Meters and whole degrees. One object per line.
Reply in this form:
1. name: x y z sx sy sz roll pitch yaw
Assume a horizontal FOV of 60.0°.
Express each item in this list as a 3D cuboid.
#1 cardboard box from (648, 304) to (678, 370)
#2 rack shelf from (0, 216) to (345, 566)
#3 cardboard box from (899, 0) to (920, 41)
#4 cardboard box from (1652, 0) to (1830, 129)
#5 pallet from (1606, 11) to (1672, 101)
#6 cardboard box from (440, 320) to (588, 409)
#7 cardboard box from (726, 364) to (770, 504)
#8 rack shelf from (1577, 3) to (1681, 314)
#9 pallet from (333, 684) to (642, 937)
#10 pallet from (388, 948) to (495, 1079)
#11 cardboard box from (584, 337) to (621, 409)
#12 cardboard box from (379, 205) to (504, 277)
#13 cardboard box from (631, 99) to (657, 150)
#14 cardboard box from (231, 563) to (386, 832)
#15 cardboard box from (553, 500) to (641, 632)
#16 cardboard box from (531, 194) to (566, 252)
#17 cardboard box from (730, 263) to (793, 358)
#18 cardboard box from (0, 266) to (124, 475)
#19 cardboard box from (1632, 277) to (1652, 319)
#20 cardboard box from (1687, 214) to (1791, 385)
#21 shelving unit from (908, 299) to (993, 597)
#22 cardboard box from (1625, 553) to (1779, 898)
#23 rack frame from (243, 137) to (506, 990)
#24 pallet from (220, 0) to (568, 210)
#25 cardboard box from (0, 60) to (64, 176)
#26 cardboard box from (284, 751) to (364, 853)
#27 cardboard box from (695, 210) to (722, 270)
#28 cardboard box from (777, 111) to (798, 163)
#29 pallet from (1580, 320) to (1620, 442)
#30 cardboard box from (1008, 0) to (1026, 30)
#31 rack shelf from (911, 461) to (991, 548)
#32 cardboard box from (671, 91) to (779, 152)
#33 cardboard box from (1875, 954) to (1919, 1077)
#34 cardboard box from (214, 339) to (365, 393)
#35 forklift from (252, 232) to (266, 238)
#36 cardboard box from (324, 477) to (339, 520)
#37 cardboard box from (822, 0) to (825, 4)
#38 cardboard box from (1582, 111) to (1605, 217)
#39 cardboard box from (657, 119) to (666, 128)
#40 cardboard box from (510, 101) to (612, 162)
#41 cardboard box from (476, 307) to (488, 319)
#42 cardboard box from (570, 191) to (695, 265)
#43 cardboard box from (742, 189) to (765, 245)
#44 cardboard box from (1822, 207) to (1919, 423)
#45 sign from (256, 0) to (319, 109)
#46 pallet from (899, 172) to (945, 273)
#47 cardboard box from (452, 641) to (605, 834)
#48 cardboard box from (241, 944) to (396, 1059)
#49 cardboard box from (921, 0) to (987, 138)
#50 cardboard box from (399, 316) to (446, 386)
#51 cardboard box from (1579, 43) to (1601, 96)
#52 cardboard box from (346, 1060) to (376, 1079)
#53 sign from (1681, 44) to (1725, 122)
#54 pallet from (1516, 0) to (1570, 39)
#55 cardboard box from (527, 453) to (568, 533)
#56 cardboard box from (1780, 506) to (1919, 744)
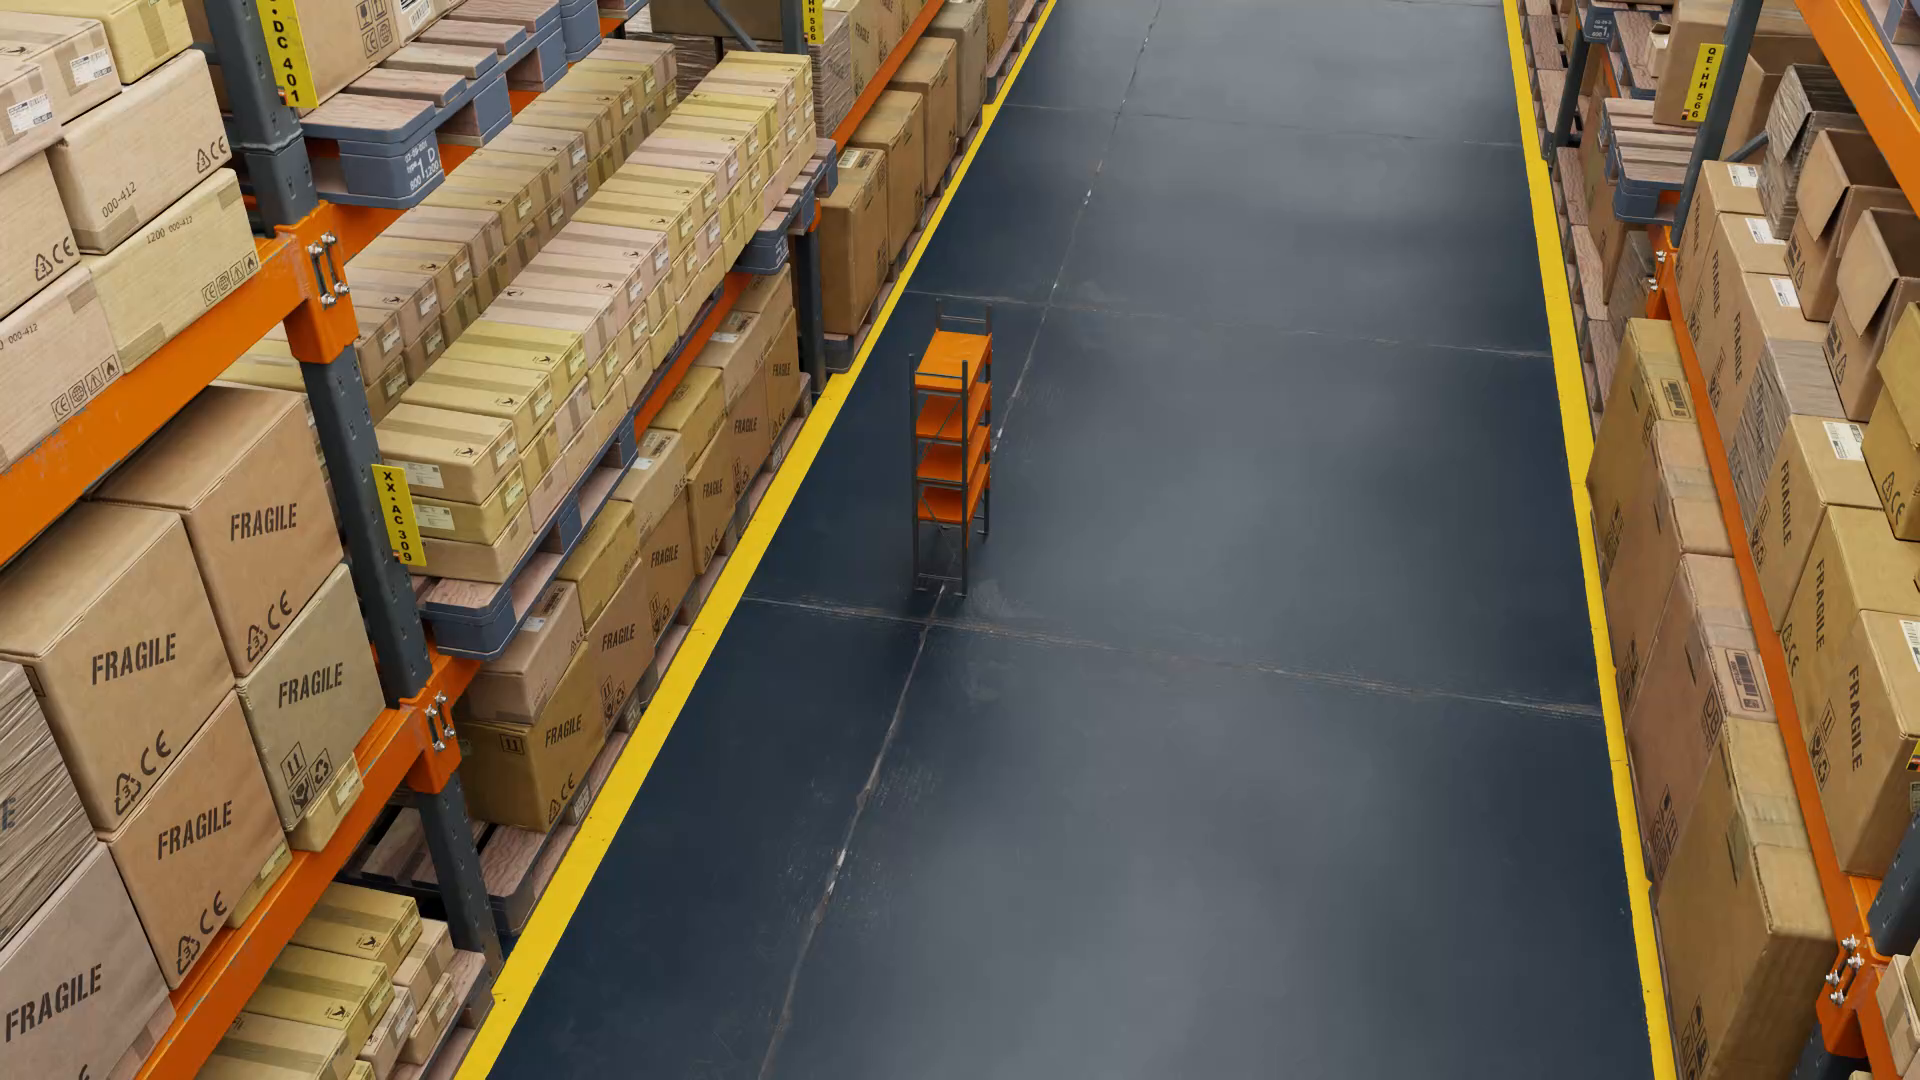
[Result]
1. cardboard box: -1.260 -0.764 6.104 0.380 0.149 0.250 7 36 9
2. rack shelf: -2.495 0.445 2.637 1.077 0.370 4.000 7 37 10
3. cardboard box: -0.531 -3.202 9.526 0.500 0.500 0.500 7 37 9
4. cardboard box: 3.709 -2.250 7.855 0.700 0.500 0.500 13 38 17
5. pallet: 3.994 -2.454 8.744 1.003 0.211 1.213 7 37 10
6. cardboard box: -1.423 -0.563 5.320 0.380 0.149 0.250 8 37 10
7. cardboard box: -1.213 -0.522 7.687 0.500 0.500 0.500 9 37 12
8. rack shelf: 4.038 -2.247 8.908 1.077 0.370 4.000 7 37 10
9. pallet: -1.903 0.904 6.323 1.003 0.211 1.213 7 37 10
10. pallet: -2.176 1.740 5.169 1.003 0.211 1.213 7 37 10
11. cardboard box: -1.371 -0.581 5.599 0.380 0.149 0.250 6 36 8
12. cardboard box: -1.893 -1.089 6.046 0.380 0.149 0.250 6 36 8
13. cardboard box: -1.568 -1.853 7.353 0.380 0.149 0.250 9 37 12
14. cardboard box: -1.895 0.373 4.340 0.500 0.500 0.500 7 37 10
15. cardboard box: -1.540 0.064 6.239 0.500 0.250 0.500 8 37 11
16. cardboard box: -1.786 -1.270 6.549 0.380 0.149 0.250 7 37 10
17. cardboard box: -1.103 -1.108 7.856 0.500 0.250 0.500 6 36 9
18. cardboard box: -2.027 -0.332 3.224 0.500 0.250 0.500 7 37 10
19. cardboard box: 3.734 -0.945 8.252 0.700 0.500 0.500 5 36 8
20. cardboard box: 3.133 -0.892 6.339 0.500 0.500 0.500 6 36 9
21. shelving unit: -0.035 -0.391 7.267 0.258 1.200 0.503 7 37 10
22. cardboard box: 3.064 0.710 5.667 1.225 0.875 0.875 6 36 8
23. rack frame: -2.068 0.222 4.888 1.000 3.000 0.127 7 37 10
24. pallet: -1.832 -1.257 4.533 1.213 0.211 1.003 7 37 10
25. cardboard box: -1.925 -0.784 3.082 0.380 0.149 0.250 7 37 10
26. cardboard box: -1.848 0.678 4.473 0.380 0.149 0.250 6 36 9
27. cardboard box: -1.147 -1.180 6.425 0.380 0.149 0.250 8 37 11
28. cardboard box: -0.929 -1.767 7.234 0.380 0.149 0.250 9 37 12
29. pallet: 3.779 -0.711 8.551 1.003 0.211 1.213 7 37 10
30. cardboard box: 0.033 -4.544 12.916 0.875 0.875 0.875 8 37 10
31. rack shelf: -0.035 -0.176 7.423 0.258 0.148 0.480 7 37 10
32. cardboard box: -0.982 -1.748 6.956 0.380 0.149 0.250 8 37 11
33. cardboard box: 2.368 1.131 3.848 0.380 0.149 0.250 7 37 10
34. cardboard box: -2.116 -0.496 5.228 0.380 0.149 0.250 6 36 9
35. forklift: -3.325 -1.813 7.753 1.130 2.935 3.031 -5 36 -6
36. cardboard box: -2.176 -0.099 5.187 0.380 0.149 0.250 7 36 9
37. cardboard box: -1.001 -3.063 8.483 0.700 0.500 0.500 7 36 9
38. cardboard box: 4.193 -2.231 10.027 0.700 0.500 0.500 7 37 10
39. cardboard box: -1.506 -1.909 7.684 0.380 0.149 0.250 7 36 9
40. cardboard box: -1.670 -1.694 6.880 0.380 0.149 0.250 6 36 8
41. cardboard box: -1.901 -0.846 6.218 0.380 0.149 0.250 9 37 12
42. cardboard box: -1.205 -1.152 6.133 0.380 0.149 0.250 8 37 11
43. cardboard box: -1.036 -1.367 6.937 0.380 0.149 0.250 7 36 9
44. cardboard box: 3.160 -0.663 5.169 0.797 0.503 0.637 8 37 11
45. sign: -1.536 -1.139 3.768 0.100 0.325 0.005 7 37 10
46. pallet: -0.708 -2.082 10.443 1.003 0.211 1.213 7 37 10
47. cardboard box: -1.651 0.673 6.037 0.500 0.500 0.500 9 37 12
48. cardboard box: -1.905 1.353 4.891 0.380 0.149 0.250 8 37 11
49. cardboard box: -0.404 -3.257 11.247 1.050 0.750 0.750 7 37 10
50. cardboard box: -2.010 -0.670 5.722 0.380 0.149 0.250 6 36 8
51. cardboard box: 4.705 -3.397 11.653 0.500 0.500 0.500 19 40 24
52. cardboard box: -1.910 1.618 4.779 0.380 0.149 0.250 6 36 8
53. sign: 3.079 -1.891 6.884 0.100 0.325 0.005 7 37 10
54. pallet: 5.095 -4.344 13.564 1.003 0.211 1.213 7 37 10
55. cardboard box: -1.481 -0.175 5.291 0.380 0.149 0.250 8 37 11
56. cardboard box: 2.702 0.276 4.728 0.500 0.500 0.500 8 37 11
